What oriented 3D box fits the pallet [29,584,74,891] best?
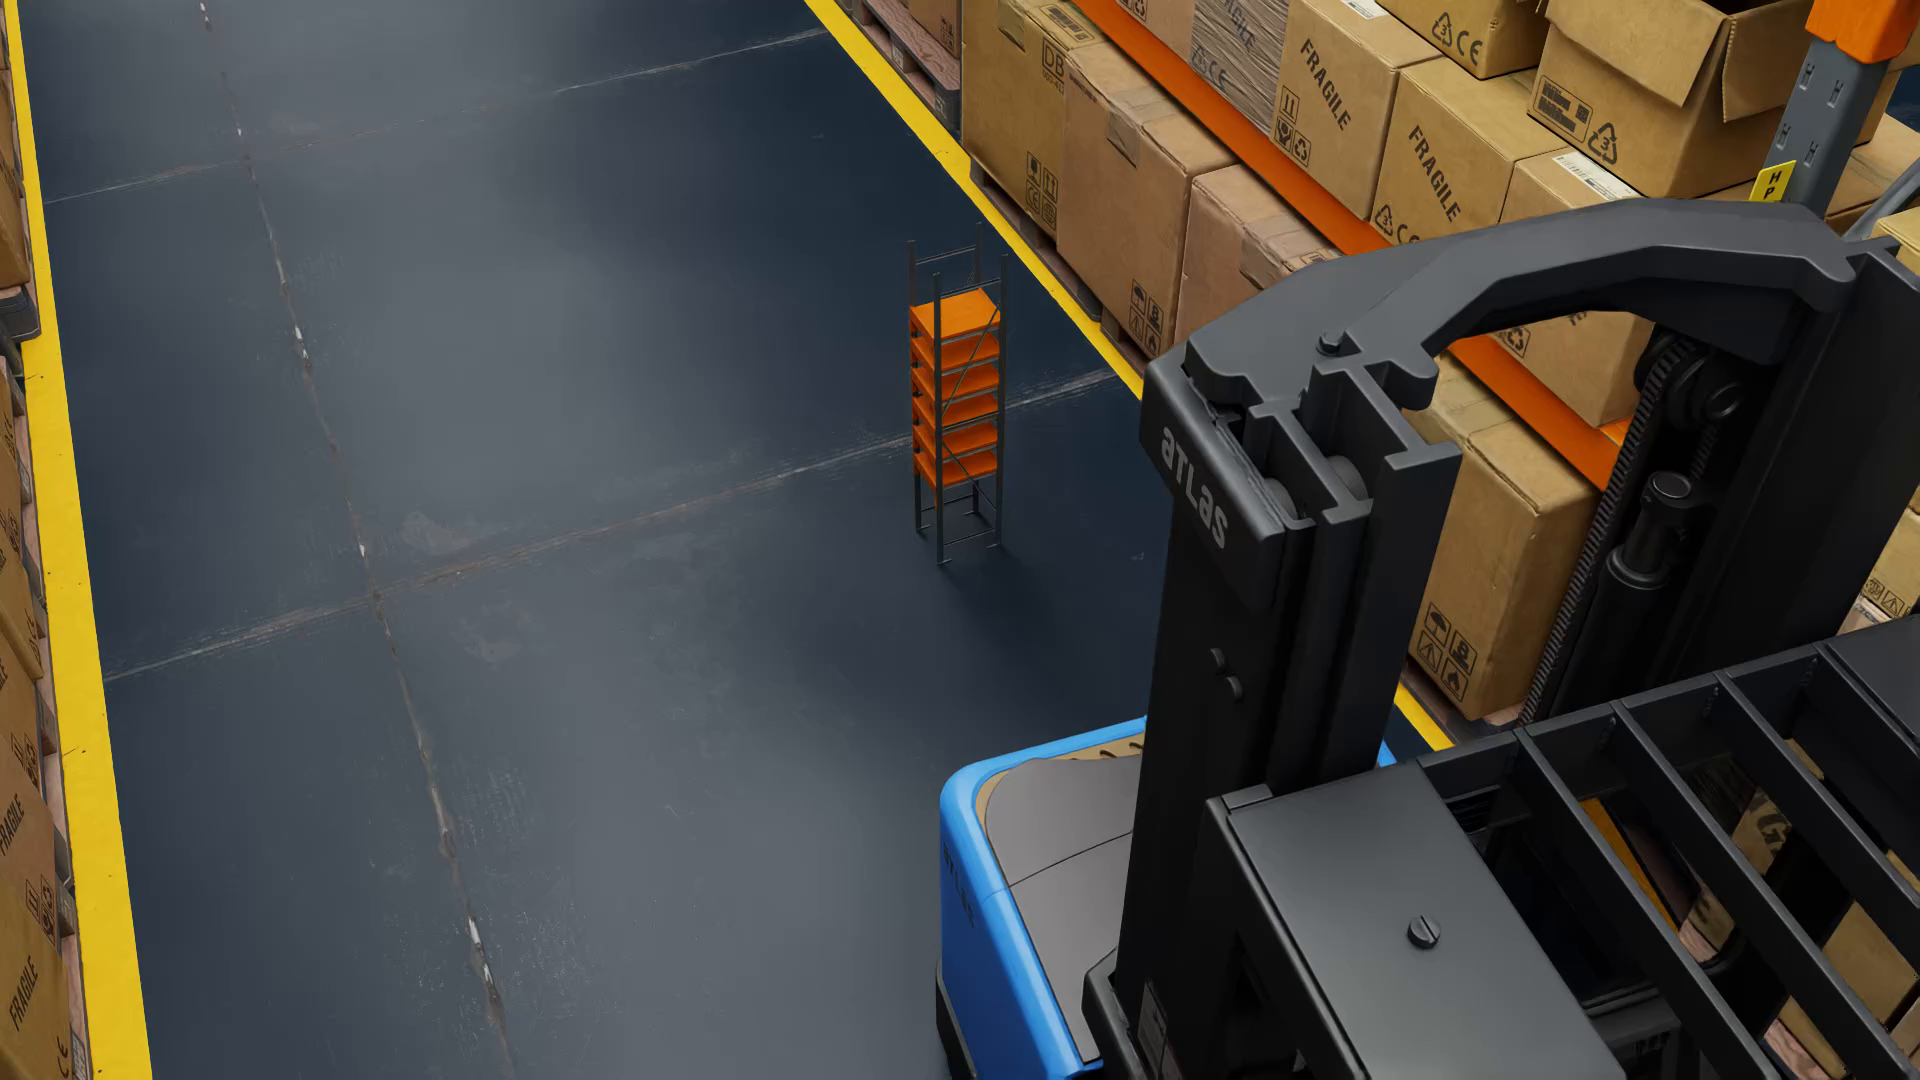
[{"bbox_3d":[-3.230,0.688,4.902,1.003,0.211,1.213,-18,47,-17],"label":"pallet"}]

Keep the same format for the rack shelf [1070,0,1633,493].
[{"bbox_3d":[1.318,-1.449,5.595,1.077,0.370,4.000,-18,47,-17],"label":"rack shelf"}]

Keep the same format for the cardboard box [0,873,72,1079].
[{"bbox_3d":[-2.454,1.161,3.918,0.500,0.500,0.500,-16,47,-16],"label":"cardboard box"}]

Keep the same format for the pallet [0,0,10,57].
[{"bbox_3d":[-5.355,-2.666,8.301,1.003,0.211,1.213,-18,47,-17],"label":"pallet"}]

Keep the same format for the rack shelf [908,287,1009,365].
[{"bbox_3d":[-0.006,-0.661,5.116,0.258,0.103,0.180,-18,47,-17],"label":"rack shelf"}]

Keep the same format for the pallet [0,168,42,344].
[{"bbox_3d":[-4.329,-1.111,6.726,1.003,0.211,1.213,-18,47,-17],"label":"pallet"}]

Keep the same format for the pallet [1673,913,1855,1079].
[{"bbox_3d":[2.407,1.070,4.515,1.003,0.211,1.213,-18,47,-17],"label":"pallet"}]

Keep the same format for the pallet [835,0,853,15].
[{"bbox_3d":[-0.360,-3.261,8.905,1.003,0.211,1.213,-18,47,-17],"label":"pallet"}]

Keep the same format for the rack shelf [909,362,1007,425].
[{"bbox_3d":[-0.006,-0.490,5.285,0.258,0.103,0.180,-18,47,-17],"label":"rack shelf"}]

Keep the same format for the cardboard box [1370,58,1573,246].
[{"bbox_3d":[1.512,-1.001,4.557,0.500,0.500,0.500,-17,47,-16],"label":"cardboard box"}]

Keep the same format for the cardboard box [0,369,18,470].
[{"bbox_3d":[-3.552,-0.496,5.598,0.500,0.500,0.500,-18,47,-18],"label":"cardboard box"}]

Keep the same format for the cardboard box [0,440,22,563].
[{"bbox_3d":[-3.337,-0.164,5.262,0.500,0.500,0.500,-16,47,-16],"label":"cardboard box"}]

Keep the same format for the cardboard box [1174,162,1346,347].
[{"bbox_3d":[1.495,-0.795,5.633,1.225,0.875,0.875,-20,48,-19],"label":"cardboard box"}]

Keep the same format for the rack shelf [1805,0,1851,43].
[{"bbox_3d":[1.318,-2.516,4.541,1.077,0.370,4.000,-18,47,-17],"label":"rack shelf"}]

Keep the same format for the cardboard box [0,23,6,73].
[{"bbox_3d":[-5.003,-2.492,7.442,1.050,0.750,0.750,-18,47,-17],"label":"cardboard box"}]

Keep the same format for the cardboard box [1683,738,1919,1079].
[{"bbox_3d":[2.363,0.621,4.199,0.875,0.875,0.875,-18,47,-17],"label":"cardboard box"}]

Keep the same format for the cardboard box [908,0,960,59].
[{"bbox_3d":[0.177,-2.667,7.784,0.700,0.500,0.500,-20,48,-19],"label":"cardboard box"}]

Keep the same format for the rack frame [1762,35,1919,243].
[{"bbox_3d":[2.159,-0.430,4.050,1.000,3.000,0.127,-18,47,-17],"label":"rack frame"}]

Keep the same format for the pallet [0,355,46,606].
[{"bbox_3d":[-3.739,-0.088,5.689,1.003,0.211,1.213,-18,47,-17],"label":"pallet"}]

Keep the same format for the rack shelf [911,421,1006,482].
[{"bbox_3d":[-0.006,-0.319,5.453,0.258,0.103,0.180,-18,47,-17],"label":"rack shelf"}]

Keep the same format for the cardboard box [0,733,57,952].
[{"bbox_3d":[-2.678,0.825,4.259,0.500,0.500,0.500,-16,47,-16],"label":"cardboard box"}]

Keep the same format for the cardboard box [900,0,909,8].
[{"bbox_3d":[-0.068,-3.017,8.138,0.700,0.500,0.500,-22,49,-21],"label":"cardboard box"}]

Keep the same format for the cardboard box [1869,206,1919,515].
[{"bbox_3d":[2.128,-0.369,3.349,0.500,0.500,0.500,-18,47,-17],"label":"cardboard box"}]

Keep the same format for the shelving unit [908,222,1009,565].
[{"bbox_3d":[-0.006,-0.436,5.338,0.258,1.200,0.189,-18,47,-17],"label":"shelving unit"}]

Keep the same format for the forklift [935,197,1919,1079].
[{"bbox_3d":[0.892,1.110,2.538,1.130,2.935,3.031,-13,46,-13],"label":"forklift"}]

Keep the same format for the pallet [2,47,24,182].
[{"bbox_3d":[-4.838,-1.887,7.512,1.003,0.211,1.213,-18,47,-17],"label":"pallet"}]

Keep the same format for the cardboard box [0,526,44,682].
[{"bbox_3d":[-3.100,0.168,4.925,0.500,0.500,0.500,-20,48,-19],"label":"cardboard box"}]

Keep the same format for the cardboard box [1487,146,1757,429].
[{"bbox_3d":[1.714,-0.683,4.236,0.500,0.500,0.500,-18,47,-17],"label":"cardboard box"}]

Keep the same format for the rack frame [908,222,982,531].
[{"bbox_3d":[-0.045,-0.495,5.397,0.240,1.200,0.006,-18,47,-17],"label":"rack frame"}]

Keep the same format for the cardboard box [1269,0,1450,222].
[{"bbox_3d":[1.286,-1.331,4.893,0.500,0.500,0.500,-19,48,-18],"label":"cardboard box"}]

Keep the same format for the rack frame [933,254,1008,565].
[{"bbox_3d":[0.032,-0.378,5.279,0.240,1.200,0.006,-18,47,-17],"label":"rack frame"}]

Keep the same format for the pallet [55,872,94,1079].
[{"bbox_3d":[-2.713,1.467,4.113,1.003,0.211,1.213,-18,47,-17],"label":"pallet"}]

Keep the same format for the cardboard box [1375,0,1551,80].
[{"bbox_3d":[1.604,-1.668,4.520,0.797,0.503,0.637,-18,47,-17],"label":"cardboard box"}]

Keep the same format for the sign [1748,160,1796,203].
[{"bbox_3d":[1.670,-0.648,3.503,0.100,0.325,0.005,-18,47,-17],"label":"sign"}]

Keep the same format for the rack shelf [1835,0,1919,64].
[{"bbox_3d":[2.999,0.033,1.958,1.077,0.370,4.000,-18,47,-17],"label":"rack shelf"}]

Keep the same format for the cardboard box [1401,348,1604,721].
[{"bbox_3d":[1.871,-0.225,5.056,1.225,0.875,0.875,-18,47,-17],"label":"cardboard box"}]

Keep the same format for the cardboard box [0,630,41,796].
[{"bbox_3d":[-2.911,0.495,4.594,0.500,0.500,0.500,-17,47,-17],"label":"cardboard box"}]

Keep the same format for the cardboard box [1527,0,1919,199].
[{"bbox_3d":[1.882,-1.228,4.073,0.797,0.503,0.637,-19,48,-18],"label":"cardboard box"}]

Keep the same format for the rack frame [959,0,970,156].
[{"bbox_3d":[0.477,-2.979,6.634,1.000,3.000,0.127,-18,47,-17],"label":"rack frame"}]

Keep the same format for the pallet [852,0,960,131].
[{"bbox_3d":[0.149,-2.485,8.118,1.003,0.211,1.213,-18,47,-17],"label":"pallet"}]

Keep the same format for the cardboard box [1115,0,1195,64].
[{"bbox_3d":[0.872,-1.971,5.541,0.500,0.500,0.500,-19,48,-18],"label":"cardboard box"}]

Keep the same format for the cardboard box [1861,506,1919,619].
[{"bbox_3d":[2.118,-0.106,3.617,0.500,0.250,0.500,-19,48,-18],"label":"cardboard box"}]

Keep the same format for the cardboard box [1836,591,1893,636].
[{"bbox_3d":[2.092,0.113,3.678,0.380,0.149,0.250,-20,48,-19],"label":"cardboard box"}]

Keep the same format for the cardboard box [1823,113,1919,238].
[{"bbox_3d":[2.192,-0.833,4.387,0.500,0.500,0.500,-18,47,-17],"label":"cardboard box"}]

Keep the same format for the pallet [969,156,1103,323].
[{"bbox_3d":[0.740,-1.462,7.081,1.003,0.211,1.213,-18,47,-17],"label":"pallet"}]

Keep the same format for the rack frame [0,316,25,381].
[{"bbox_3d":[-4.066,-1.579,5.214,1.000,3.000,0.127,-18,47,-17],"label":"rack frame"}]

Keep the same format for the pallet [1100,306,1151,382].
[{"bbox_3d":[1.249,-0.686,6.295,1.003,0.211,1.213,-18,47,-17],"label":"pallet"}]

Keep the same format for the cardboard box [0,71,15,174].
[{"bbox_3d":[-4.611,-1.898,6.841,1.050,0.750,0.750,-17,47,-17],"label":"cardboard box"}]

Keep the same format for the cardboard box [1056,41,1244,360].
[{"bbox_3d":[1.116,-1.356,6.203,1.225,0.875,0.875,-18,47,-17],"label":"cardboard box"}]

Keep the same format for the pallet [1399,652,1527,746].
[{"bbox_3d":[1.766,0.093,5.506,1.003,0.211,1.213,-18,47,-17],"label":"pallet"}]

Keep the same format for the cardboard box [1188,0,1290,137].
[{"bbox_3d":[1.080,-1.652,5.218,0.500,0.500,0.500,-18,47,-17],"label":"cardboard box"}]

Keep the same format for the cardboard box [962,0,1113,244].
[{"bbox_3d":[0.748,-1.927,6.781,1.225,0.875,0.875,-20,48,-19],"label":"cardboard box"}]

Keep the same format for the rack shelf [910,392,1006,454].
[{"bbox_3d":[-0.006,-0.405,5.369,0.258,0.103,0.180,-18,47,-17],"label":"rack shelf"}]

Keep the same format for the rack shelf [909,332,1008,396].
[{"bbox_3d":[-0.006,-0.576,5.201,0.258,0.103,0.180,-18,47,-17],"label":"rack shelf"}]

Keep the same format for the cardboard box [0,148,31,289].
[{"bbox_3d":[-4.240,-1.342,6.277,1.050,0.750,0.750,-19,48,-18],"label":"cardboard box"}]

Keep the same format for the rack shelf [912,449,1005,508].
[{"bbox_3d":[-0.006,-0.234,5.538,0.258,0.103,0.180,-18,47,-17],"label":"rack shelf"}]
